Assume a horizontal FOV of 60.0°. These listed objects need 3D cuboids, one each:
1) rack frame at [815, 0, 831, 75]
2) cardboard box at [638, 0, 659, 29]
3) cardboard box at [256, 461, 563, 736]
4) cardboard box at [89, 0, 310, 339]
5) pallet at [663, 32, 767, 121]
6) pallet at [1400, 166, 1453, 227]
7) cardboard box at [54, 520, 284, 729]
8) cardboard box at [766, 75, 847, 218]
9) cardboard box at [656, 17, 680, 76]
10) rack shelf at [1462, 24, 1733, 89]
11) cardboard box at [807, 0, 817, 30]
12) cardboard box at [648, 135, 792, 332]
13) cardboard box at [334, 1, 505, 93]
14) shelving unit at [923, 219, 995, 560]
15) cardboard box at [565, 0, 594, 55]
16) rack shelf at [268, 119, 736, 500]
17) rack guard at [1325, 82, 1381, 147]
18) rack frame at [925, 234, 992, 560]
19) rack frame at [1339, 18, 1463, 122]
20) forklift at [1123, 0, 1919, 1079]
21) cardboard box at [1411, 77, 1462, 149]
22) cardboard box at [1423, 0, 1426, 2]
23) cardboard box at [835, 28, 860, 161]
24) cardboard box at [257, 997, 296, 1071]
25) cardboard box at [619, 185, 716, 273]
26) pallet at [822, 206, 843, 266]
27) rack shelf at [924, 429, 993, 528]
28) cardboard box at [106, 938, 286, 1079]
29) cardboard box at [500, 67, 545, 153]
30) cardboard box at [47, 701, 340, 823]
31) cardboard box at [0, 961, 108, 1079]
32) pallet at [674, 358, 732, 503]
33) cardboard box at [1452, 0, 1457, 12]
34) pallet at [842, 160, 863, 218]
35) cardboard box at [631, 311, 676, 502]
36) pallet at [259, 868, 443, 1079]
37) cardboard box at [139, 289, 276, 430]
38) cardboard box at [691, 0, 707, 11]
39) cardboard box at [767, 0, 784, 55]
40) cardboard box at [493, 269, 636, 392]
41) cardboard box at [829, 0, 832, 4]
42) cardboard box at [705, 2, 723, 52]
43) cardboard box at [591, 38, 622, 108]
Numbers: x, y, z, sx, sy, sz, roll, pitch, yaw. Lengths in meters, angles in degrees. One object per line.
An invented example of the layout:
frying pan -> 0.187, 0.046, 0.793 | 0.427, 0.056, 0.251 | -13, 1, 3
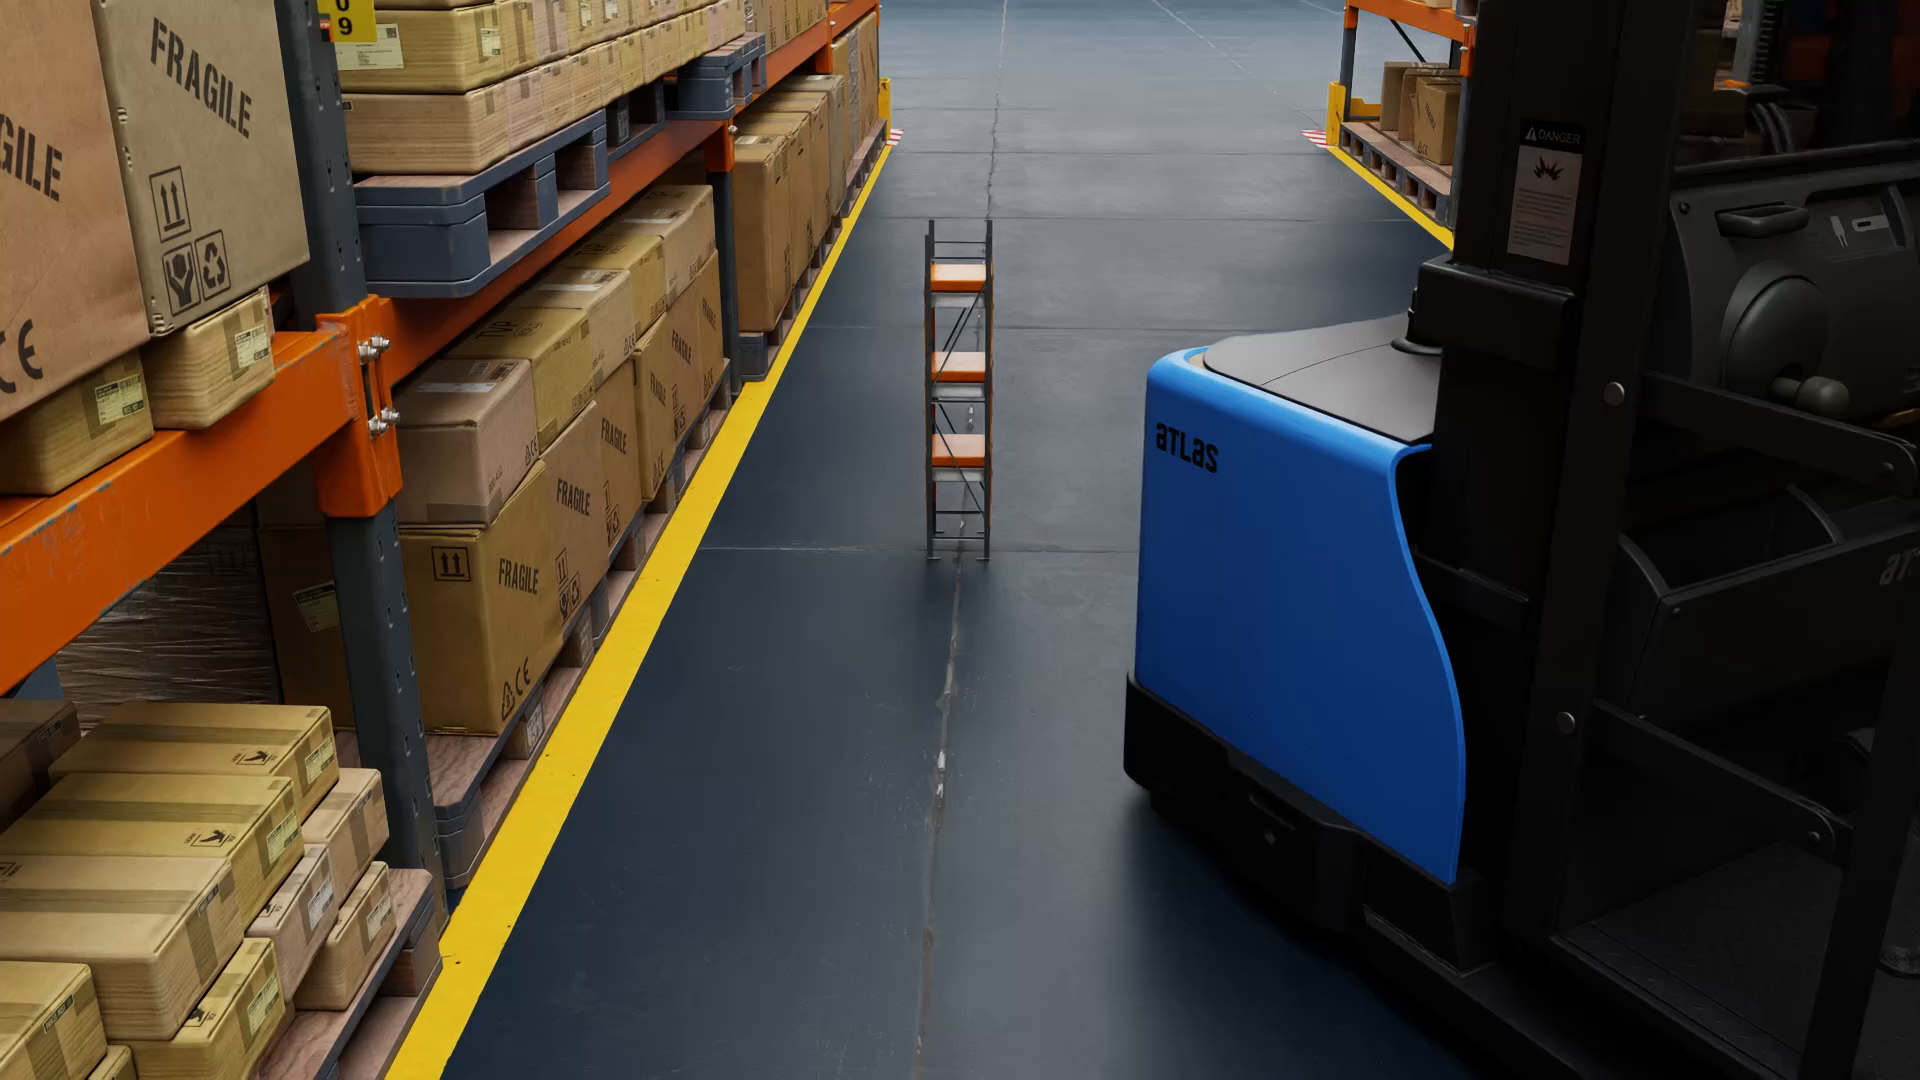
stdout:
rack frame -> -1.323, -3.477, 10.343 | 1.000, 3.000, 0.127 | 1, 21, 2
cardboard box -> -1.049, -1.504, 4.615 | 0.380, 0.149, 0.250 | 0, 21, 1
cardboard box -> -1.279, 0.121, 3.945 | 0.500, 0.500, 0.500 | 1, 21, 4
cardboard box -> -1.299, -0.591, 2.357 | 0.500, 0.500, 0.500 | 1, 21, 2
pallet -> -1.360, -1.682, 5.983 | 1.213, 0.211, 1.003 | 1, 21, 2
pallet -> 3.617, -2.329, 11.239 | 1.003, 0.211, 1.213 | 1, 21, 2
cardboard box -> -1.796, 0.115, 3.961 | 0.500, 0.500, 0.500 | 0, 21, 1
cardboard box -> -1.252, -2.398, 10.093 | 1.050, 0.750, 0.750 | 1, 21, 1
cardboard box -> -1.044, -1.462, 4.917 | 0.380, 0.149, 0.250 | 1, 21, 3
rack shelf -> 3.571, -2.327, 8.374 | 1.077, 0.370, 4.000 | 1, 21, 2
cardboard box -> -1.087, -3.149, 9.360 | 0.500, 0.500, 0.500 | 0, 21, 1
cardboard box -> -1.336, -1.397, 7.511 | 1.050, 0.750, 0.750 | 0, 21, 1
cardboard box -> -1.095, -0.939, 3.157 | 0.380, 0.149, 0.250 | 1, 21, 2
shelving unit -> -0.002, -0.470, 5.289 | 0.215, 1.050, 0.252 | 1, 21, 2
cardboard box -> -1.074, -1.220, 3.882 | 0.380, 0.149, 0.250 | 0, 21, -1
rack shelf -> -1.505, -0.972, 4.882 | 1.077, 0.370, 4.000 | 1, 21, 2
rack guard -> 3.751, -3.639, 14.217 | 1.175, 0.500, 0.348 | 1, 21, 2
rack frame -> -0.005, -0.426, 5.175 | 0.200, 1.050, 0.008 | 1, 21, 2
rack frame -> 3.753, -4.832, 13.835 | 1.000, 3.000, 0.127 | 1, 21, 2
forklift -> 1.563, -0.396, 2.497 | 1.130, 2.935, 3.031 | -12, 24, -28
cardboard box -> 3.696, -3.194, 12.489 | 0.500, 0.500, 0.500 | 3, 21, 7
cardboard box -> 3.432, -3.801, 11.525 | 0.380, 0.149, 0.250 | 1, 21, 2
cardboard box -> -1.210, -3.235, 12.075 | 0.875, 0.875, 0.875 | 1, 21, 2
cardboard box -> -1.329, 0.788, 2.713 | 0.380, 0.149, 0.250 | 1, 21, 3
cardboard box -> -1.203, -1.160, 6.211 | 0.500, 0.250, 0.500 | 0, 21, 0
pallet -> -1.271, -1.897, 10.126 | 1.003, 0.211, 1.213 | 1, 21, 2
rack shelf -> -0.002, -0.201, 5.394 | 0.215, 0.259, 0.240 | 1, 21, 2
cardboard box -> -1.244, 0.723, 2.468 | 0.380, 0.149, 0.250 | 0, 21, 0
cardboard box -> -1.092, -0.901, 3.470 | 0.380, 0.149, 0.250 | 1, 21, 2
cardboard box -> -1.317, 0.403, 2.881 | 0.380, 0.149, 0.250 | 1, 21, 3
cardboard box -> -1.371, 0.679, 2.170 | 0.380, 0.149, 0.250 | 1, 21, 3
pallet -> -1.470, -0.448, 6.391 | 1.003, 0.211, 1.213 | 1, 21, 2
cardboard box -> 3.361, -3.440, 10.595 | 0.380, 0.149, 0.250 | 1, 21, 2
pallet -> -1.222, -2.451, 11.553 | 1.003, 0.211, 1.213 | 1, 21, 2
cardboard box -> -1.223, -0.441, 5.394 | 0.500, 0.500, 0.500 | 0, 21, -1
pallet -> -1.551, 0.959, 2.765 | 1.003, 0.211, 1.213 | 1, 21, 2
cardboard box -> -1.240, -0.267, 2.417 | 0.380, 0.149, 0.250 | 0, 21, 0
cardboard box -> -1.024, -1.782, 5.330 | 0.380, 0.149, 0.250 | 1, 21, 2
cardboard box -> -1.133, -2.603, 7.952 | 0.500, 0.500, 0.500 | 1, 21, 2
cardboard box -> -1.246, -0.605, 4.781 | 0.500, 0.250, 0.500 | 1, 21, 4
cardboard box -> -1.330, -3.879, 11.173 | 0.875, 0.550, 0.550 | 1, 21, 2
cardboard box -> -1.017, -1.743, 5.641 | 0.380, 0.149, 0.250 | 1, 21, 3
cardboard box -> -1.064, -1.174, 4.174 | 0.380, 0.149, 0.250 | 0, 21, -1
